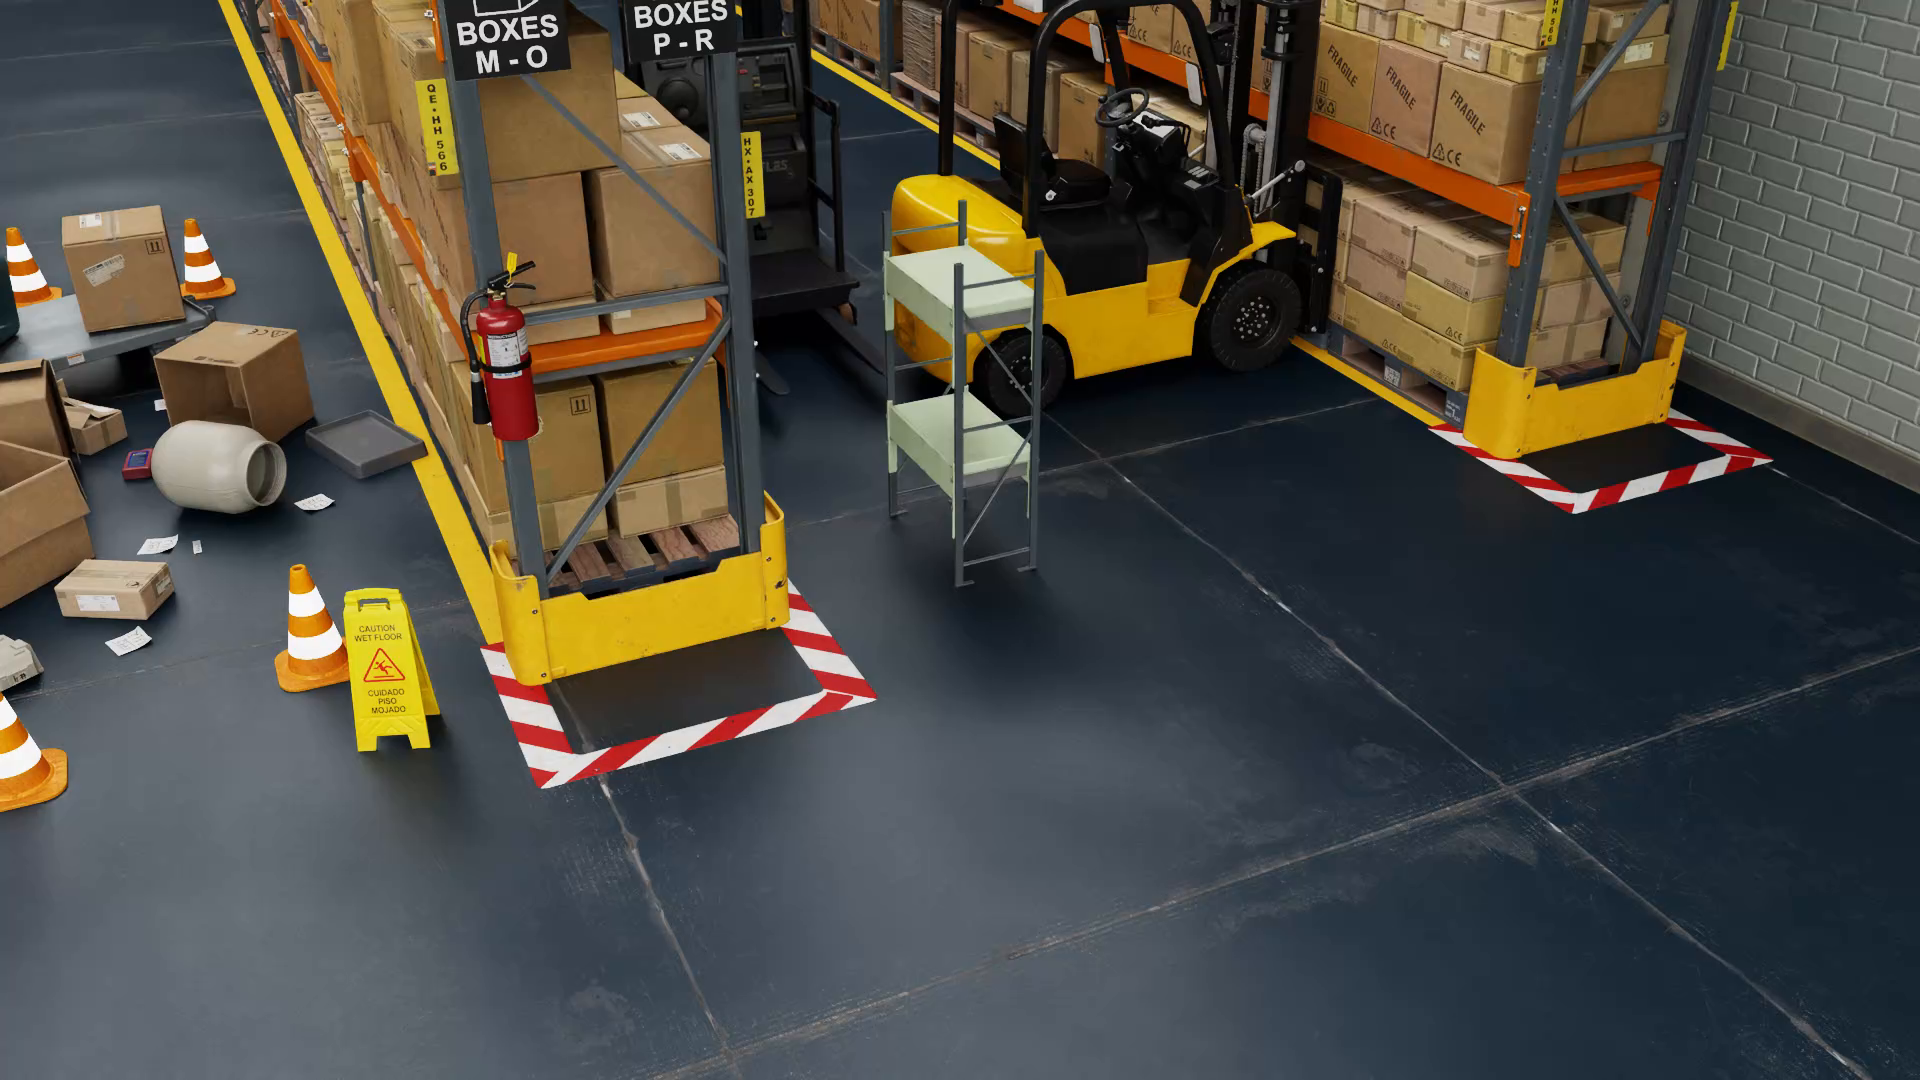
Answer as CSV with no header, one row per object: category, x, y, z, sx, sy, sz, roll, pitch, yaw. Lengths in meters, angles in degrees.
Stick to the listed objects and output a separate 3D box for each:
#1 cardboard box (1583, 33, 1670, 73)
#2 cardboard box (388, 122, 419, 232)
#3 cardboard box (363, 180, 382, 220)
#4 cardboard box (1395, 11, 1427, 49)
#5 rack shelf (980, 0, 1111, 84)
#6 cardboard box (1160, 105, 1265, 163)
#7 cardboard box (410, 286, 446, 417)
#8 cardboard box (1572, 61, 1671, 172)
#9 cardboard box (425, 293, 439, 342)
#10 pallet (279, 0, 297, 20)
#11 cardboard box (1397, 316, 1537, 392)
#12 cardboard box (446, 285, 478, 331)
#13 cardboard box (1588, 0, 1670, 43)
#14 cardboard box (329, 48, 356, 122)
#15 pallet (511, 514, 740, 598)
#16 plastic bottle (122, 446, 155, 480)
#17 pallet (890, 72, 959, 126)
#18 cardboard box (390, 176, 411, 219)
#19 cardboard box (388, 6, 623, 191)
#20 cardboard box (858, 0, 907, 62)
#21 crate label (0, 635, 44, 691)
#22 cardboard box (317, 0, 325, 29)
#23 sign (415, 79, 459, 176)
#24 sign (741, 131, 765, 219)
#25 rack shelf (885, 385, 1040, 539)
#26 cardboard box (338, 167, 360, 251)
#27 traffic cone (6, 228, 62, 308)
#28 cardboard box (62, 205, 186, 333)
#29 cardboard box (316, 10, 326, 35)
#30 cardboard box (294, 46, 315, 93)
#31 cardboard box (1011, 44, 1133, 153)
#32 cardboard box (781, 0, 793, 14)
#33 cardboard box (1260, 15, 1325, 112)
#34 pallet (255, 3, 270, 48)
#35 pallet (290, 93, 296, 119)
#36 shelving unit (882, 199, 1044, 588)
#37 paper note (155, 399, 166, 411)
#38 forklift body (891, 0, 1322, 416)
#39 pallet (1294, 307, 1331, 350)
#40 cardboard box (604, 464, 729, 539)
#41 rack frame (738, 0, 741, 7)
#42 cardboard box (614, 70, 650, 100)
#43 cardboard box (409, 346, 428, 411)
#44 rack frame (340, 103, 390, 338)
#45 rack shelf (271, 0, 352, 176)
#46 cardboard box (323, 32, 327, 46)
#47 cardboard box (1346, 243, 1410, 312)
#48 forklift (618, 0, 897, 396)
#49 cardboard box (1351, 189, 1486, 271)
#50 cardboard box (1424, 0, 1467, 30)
cardboard box,3.292,-2.449,8.286,0.380,0.149,0.250,-14,32,-23
cardboard box,-2.182,-1.674,7.262,0.500,0.500,0.500,-13,32,-22
cardboard box,-2.986,-1.850,8.935,0.380,0.149,0.250,-13,32,-21
cardboard box,2.513,-2.685,8.707,0.380,0.149,0.250,-13,32,-22
rack shelf,0.628,-4.255,13.007,1.077,0.370,4.000,-13,32,-22
cardboard box,1.621,-2.598,10.676,0.500,0.250,0.500,-13,32,-22
cardboard box,-2.295,-0.939,7.973,0.500,0.500,0.500,-14,32,-23
cardboard box,3.241,-2.239,8.574,0.500,0.500,0.500,-12,31,-20
cardboard box,-2.181,-1.027,7.467,0.380,0.149,0.250,-13,32,-21
pallet,-4.310,-4.032,12.070,1.213,0.211,1.003,-13,32,-22
cardboard box,2.716,-1.044,8.926,0.500,0.250,0.500,-13,32,-22
cardboard box,-1.841,-0.974,6.677,0.380,0.149,0.250,-13,32,-23
cardboard box,3.252,-2.568,8.193,0.380,0.149,0.250,-14,32,-23
cardboard box,-3.058,-2.562,8.846,0.500,0.500,0.500,-13,32,-22
pallet,-1.628,-0.058,7.638,1.003,0.211,1.213,-13,32,-22
plastic bottle,-4.135,-0.396,8.394,0.133,0.061,0.283,-8,30,-13
pallet,0.087,-3.864,14.425,1.003,0.211,1.213,-13,32,-22
cardboard box,-2.476,-1.653,7.888,0.380,0.149,0.250,-13,32,-22
cardboard box,-1.695,-1.664,6.222,0.700,0.500,0.500,-14,32,-23
cardboard box,-0.607,-4.687,15.168,0.500,0.500,0.500,-12,31,-21
crate label,-3.878,0.504,6.711,0.298,0.136,0.250,19,34,30
cardboard box,-2.803,-2.781,8.214,0.700,0.500,0.500,-13,32,-22
sign,-1.788,-1.410,5.690,0.100,0.325,0.005,-13,32,-22
sign,-0.788,-1.366,6.234,0.100,0.325,0.005,-13,32,-22
rack shelf,0.003,-0.367,7.537,0.431,0.370,0.720,-13,32,-22
cardboard box,-3.534,-2.227,10.911,0.950,0.372,0.625,-11,31,-19
traffic cone,-5.820,-1.707,10.321,0.336,0.463,0.334,-13,32,-22
cardboard box,-4.590,-1.495,9.130,0.500,0.500,0.500,-13,32,-22
cardboard box,-3.401,-3.154,9.472,0.500,0.500,0.500,-14,32,-23
cardboard box,-4.934,-3.987,13.537,0.875,0.875,0.875,-13,32,-22
cardboard box,0.926,-3.405,12.755,0.875,0.625,0.625,-13,32,-22
cardboard box,-1.496,-5.597,16.790,0.500,0.500,0.500,-14,32,-23
cardboard box,2.095,-2.801,9.577,0.500,0.500,0.500,-13,32,-22
pallet,-6.685,-5.311,17.006,1.003,0.211,1.213,-13,32,-22
pallet,-4.983,-3.556,13.876,1.003,0.211,1.213,-13,32,-22
shelving unit,0.003,-0.651,7.378,0.431,1.500,0.755,-13,32,-22
paper note,-4.309,-0.754,9.064,0.148,0.019,0.142,-13,32,-22
forklift body,0.742,-2.003,9.123,2.313,2.155,1.214,-13,32,-22
pallet,2.317,-1.569,10.333,1.003,0.211,1.213,-13,32,-22
cardboard box,-1.375,-0.273,7.552,0.500,0.250,0.500,-13,32,-22
rack frame,-1.948,-7.219,17.558,1.000,3.000,0.127,-13,32,-22
cardboard box,-1.676,-1.768,7.430,0.500,0.500,0.500,-14,32,-23
cardboard box,-2.516,-0.841,8.565,0.500,0.250,0.500,-14,32,-23
rack frame,-2.995,-2.642,9.394,1.000,3.000,0.127,-13,32,-22
rack shelf,-3.854,-3.211,11.145,1.077,0.370,4.000,-13,32,-22
cardboard box,-3.563,-3.005,9.869,0.380,0.149,0.250,-14,32,-23
cardboard box,2.506,-1.494,9.217,0.500,0.250,0.500,-13,32,-22
forklift,-1.271,-2.578,9.350,1.130,2.935,3.031,-13,32,-21
cardboard box,2.499,-1.701,9.076,0.500,0.250,0.500,-12,32,-21
cardboard box,2.588,-2.701,8.430,0.380,0.149,0.250,-12,32,-21
